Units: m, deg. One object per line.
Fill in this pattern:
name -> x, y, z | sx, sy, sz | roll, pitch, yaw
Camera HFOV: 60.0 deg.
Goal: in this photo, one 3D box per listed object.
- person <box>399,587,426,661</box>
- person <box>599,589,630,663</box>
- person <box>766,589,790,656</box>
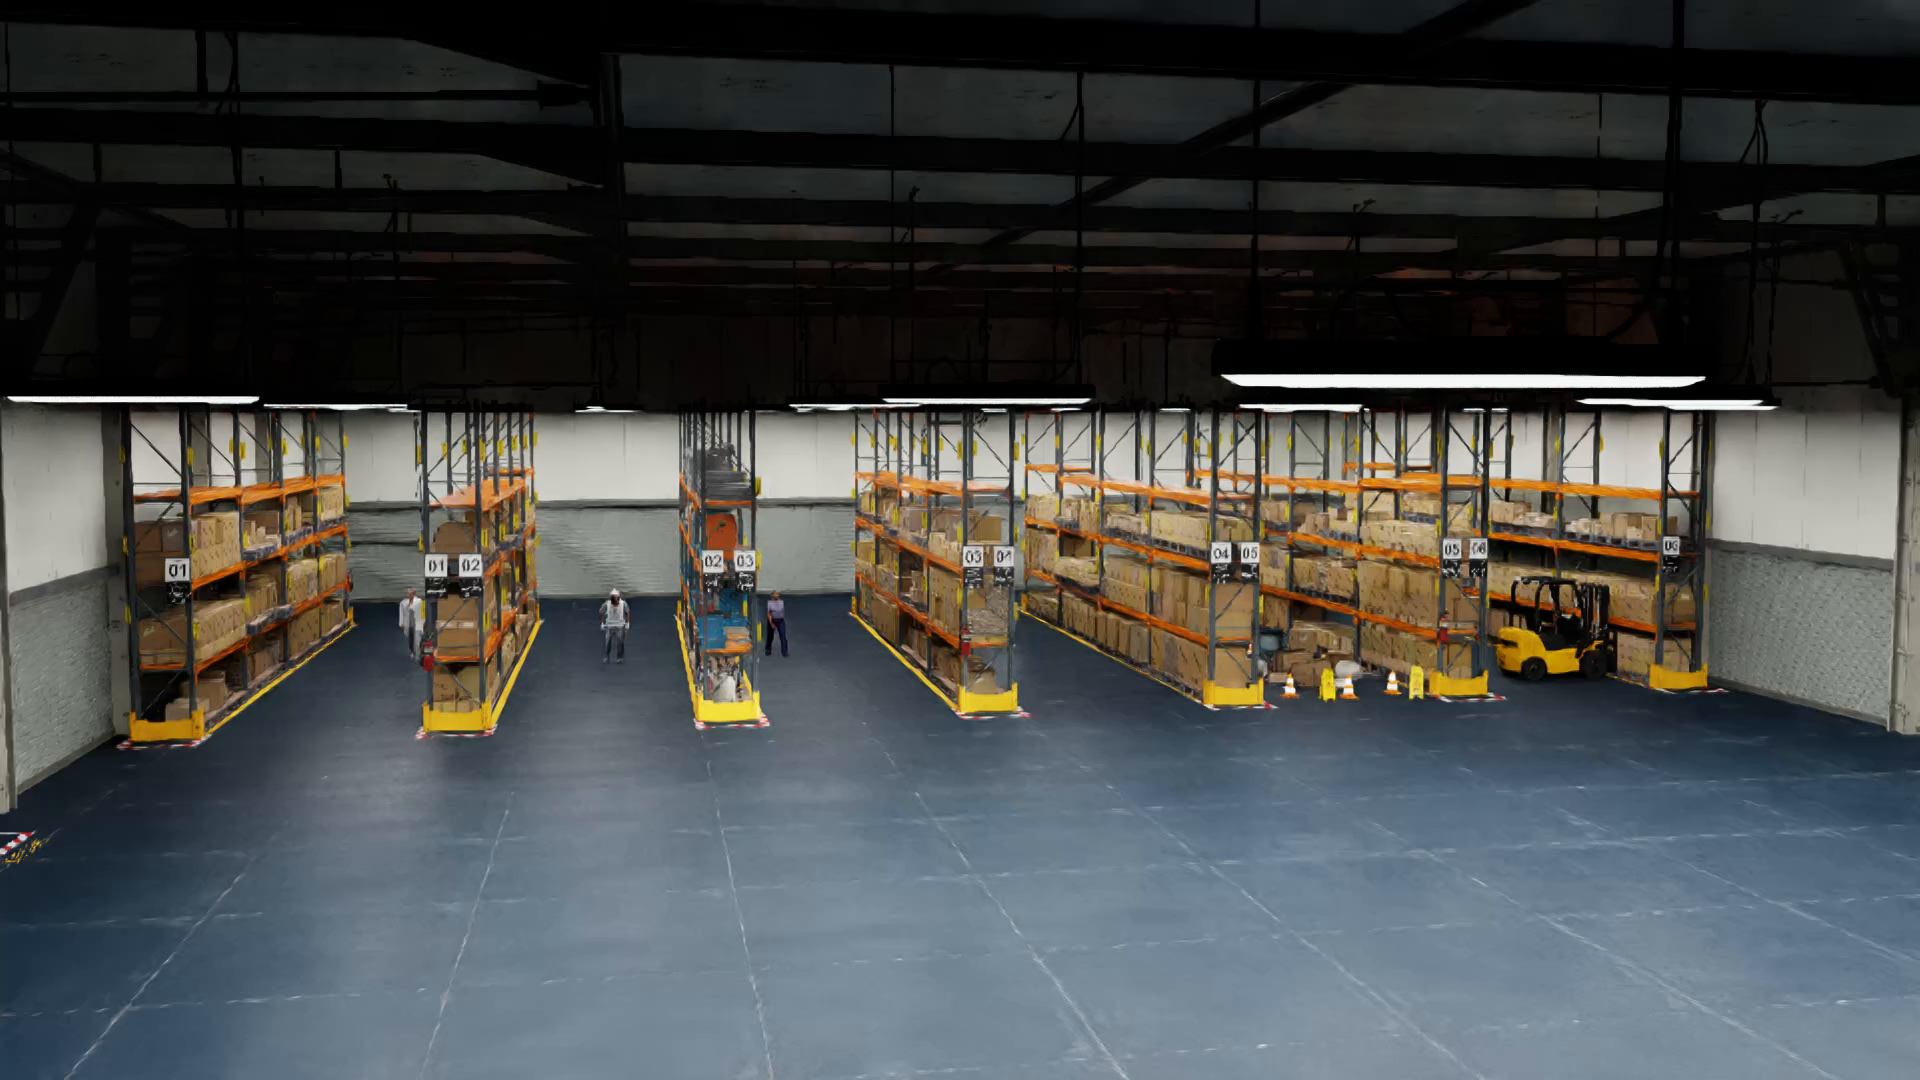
person -> -12.726, 1.942, 38.626 | 0.598, 1.698, 1.194 | -1, 4, -9
person -> -7.939, 1.980, 38.238 | 0.702, 1.735, 0.549 | -1, 4, -13
person -> -4.363, 1.947, 39.366 | 0.478, 1.574, 0.989 | -2, 5, -20
